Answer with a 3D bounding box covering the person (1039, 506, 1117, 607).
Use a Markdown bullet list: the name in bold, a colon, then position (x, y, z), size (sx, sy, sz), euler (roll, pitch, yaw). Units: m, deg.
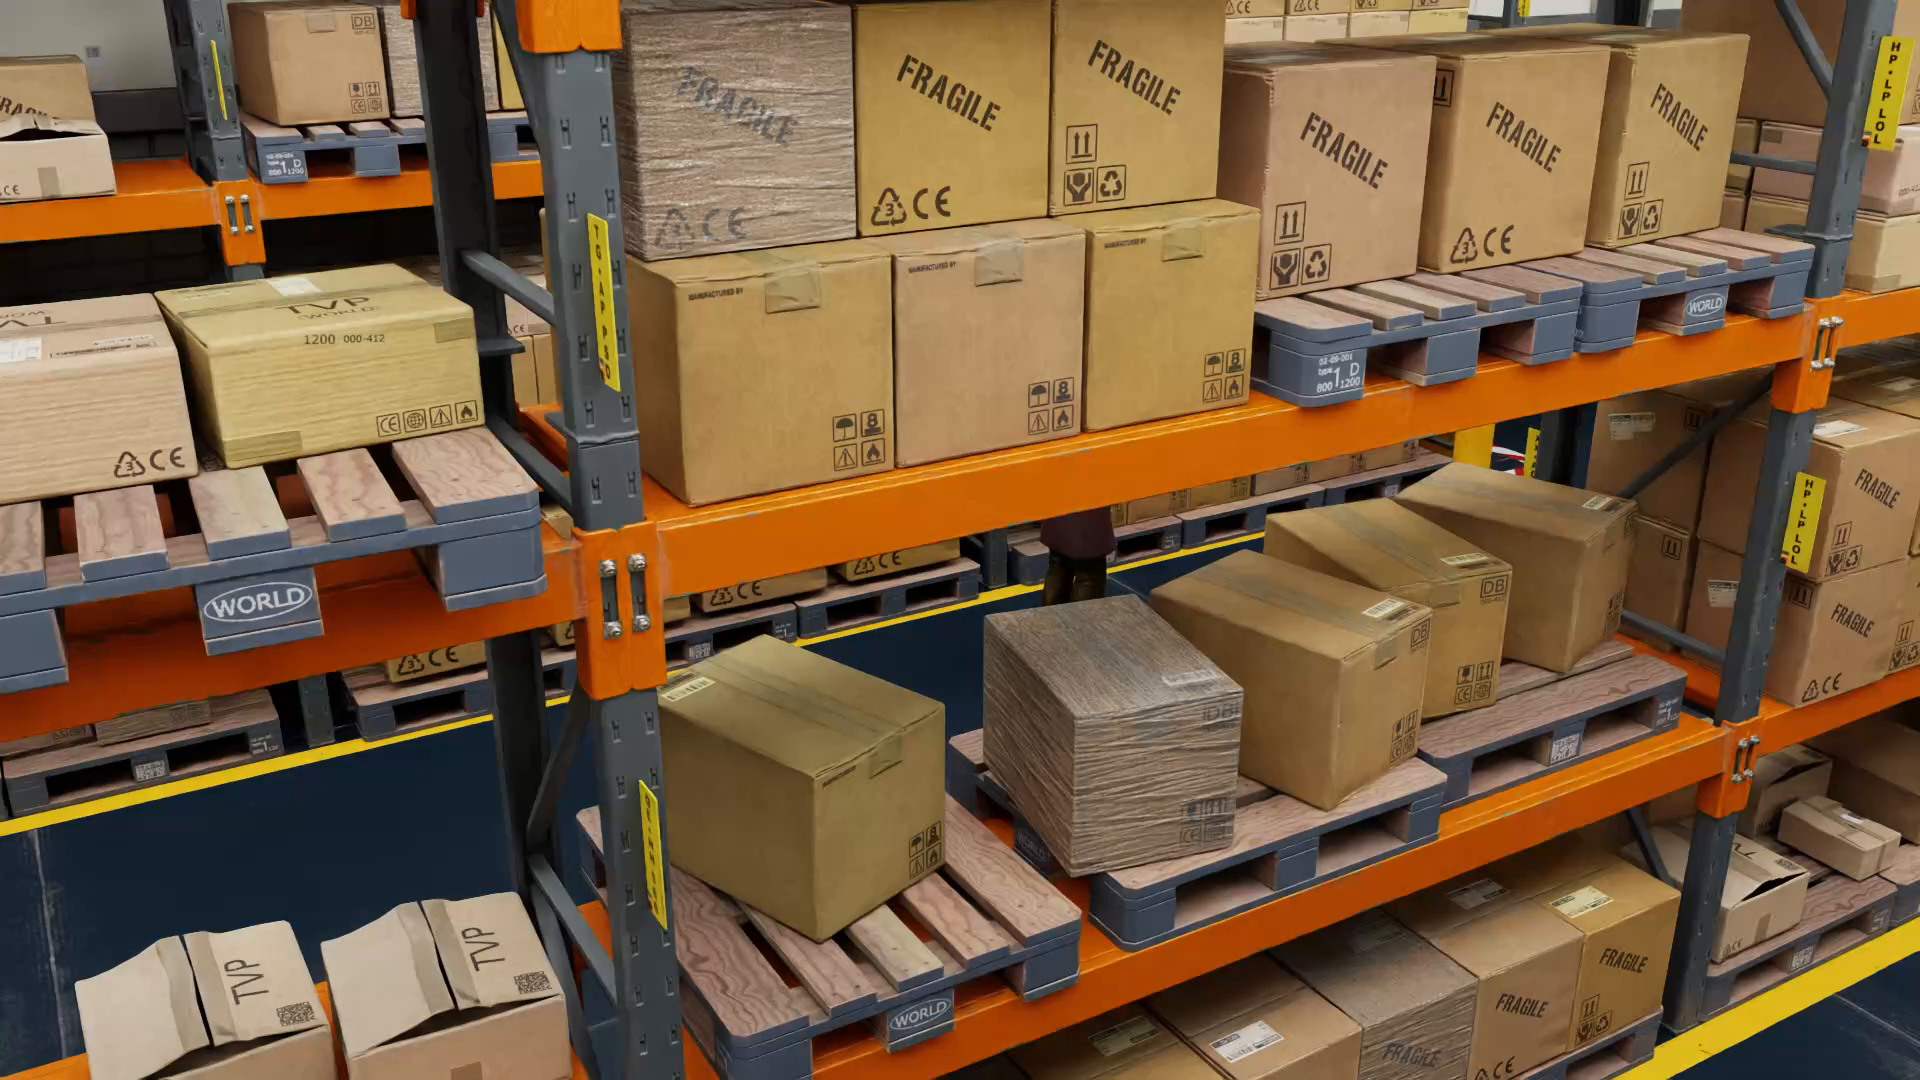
- **person**: position (0.699, -0.198, 9.118), size (0.563, 1.769, 0.530), euler (-14, 26, -32)
